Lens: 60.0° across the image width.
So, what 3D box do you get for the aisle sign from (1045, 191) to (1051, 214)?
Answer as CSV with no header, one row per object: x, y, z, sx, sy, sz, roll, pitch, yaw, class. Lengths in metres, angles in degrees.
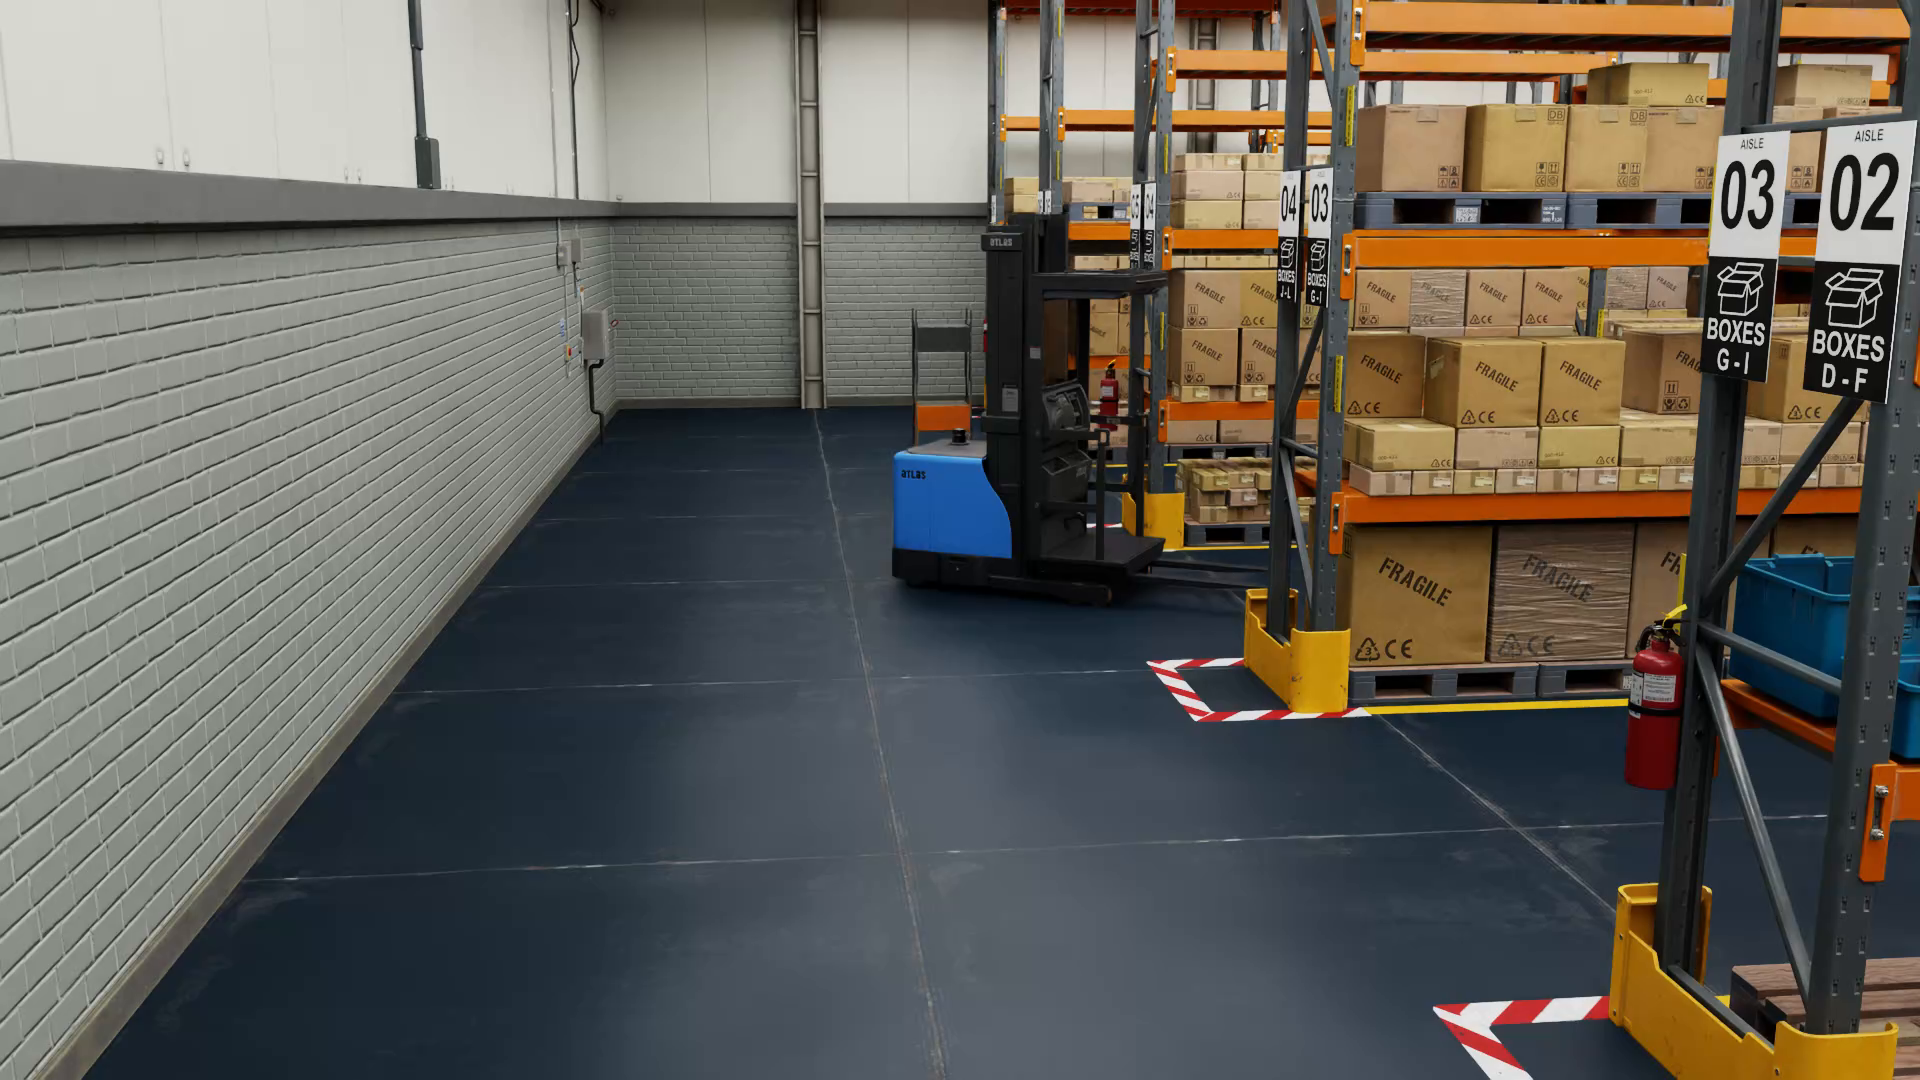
1.023,-3.666,19.381,0.004,0.787,0.394,-1,11,-6,aisle sign

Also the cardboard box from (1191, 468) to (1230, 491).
2.256,-0.545,15.006,0.250,0.149,0.380,-2,11,-9,cardboard box

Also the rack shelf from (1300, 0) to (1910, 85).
4.122,-2.983,9.997,4.000,0.370,1.077,-1,11,-6,rack shelf

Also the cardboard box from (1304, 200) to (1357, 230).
3.207,-2.882,14.746,0.500,0.250,0.500,-2,11,-8,cardboard box

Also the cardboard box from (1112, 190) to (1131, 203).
1.909,-4.102,19.865,0.250,0.149,0.380,-2,11,-10,cardboard box

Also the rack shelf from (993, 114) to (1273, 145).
2.512,-6.030,24.467,4.000,0.370,1.077,-1,11,-6,rack shelf

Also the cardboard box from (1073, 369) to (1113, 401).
1.996,-2.384,24.990,0.500,0.500,0.700,-1,11,-4,cardboard box

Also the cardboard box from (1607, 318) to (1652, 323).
6.320,-2.010,15.717,0.250,0.149,0.380,-2,11,-8,cardboard box

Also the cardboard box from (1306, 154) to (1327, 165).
3.064,-3.326,14.677,0.250,0.149,0.380,-1,11,-4,cardboard box

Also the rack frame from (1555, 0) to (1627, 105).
5.675,-4.527,14.950,0.127,3.000,1.000,-1,11,-6,rack frame

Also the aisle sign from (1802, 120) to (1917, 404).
2.629,-0.814,4.876,0.004,0.787,0.394,-1,11,-6,aisle sign

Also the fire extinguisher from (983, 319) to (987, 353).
0.427,-3.086,24.341,0.183,0.674,0.296,-1,11,-6,fire extinguisher

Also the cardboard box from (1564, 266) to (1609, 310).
7.527,-3.071,20.245,0.500,0.500,0.500,-1,11,-6,cardboard box

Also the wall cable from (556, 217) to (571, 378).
-4.540,-2.839,19.201,0.123,1.953,0.585,-1,11,-6,wall cable

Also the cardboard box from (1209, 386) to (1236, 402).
2.304,-1.334,14.911,0.250,0.149,0.380,-1,11,-4,cardboard box

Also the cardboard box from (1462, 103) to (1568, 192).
3.217,-2.333,9.956,0.500,0.500,0.700,-2,11,-8,cardboard box

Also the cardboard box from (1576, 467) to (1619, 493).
3.800,-0.395,10.134,0.250,0.149,0.380,-1,11,-7,cardboard box

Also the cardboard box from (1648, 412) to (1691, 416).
4.605,-0.722,10.762,0.500,0.250,0.500,-1,11,-5,cardboard box

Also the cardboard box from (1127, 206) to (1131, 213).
2.519,-4.938,24.434,0.500,0.250,0.500,-1,11,-7,cardboard box

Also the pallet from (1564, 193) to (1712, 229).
4.086,-2.019,10.196,1.213,0.211,1.003,-1,11,-6,pallet

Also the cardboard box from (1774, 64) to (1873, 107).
5.174,-2.756,10.164,0.500,0.250,0.500,-2,11,-10,cardboard box

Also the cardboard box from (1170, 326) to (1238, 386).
2.175,-1.651,14.844,0.500,0.500,0.500,-1,11,-3,cardboard box

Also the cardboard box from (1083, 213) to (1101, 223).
1.899,-4.715,24.331,0.250,0.149,0.380,-1,11,-6,cardboard box

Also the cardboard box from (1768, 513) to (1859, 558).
5.445,0.205,10.852,0.875,0.875,0.875,-1,11,-6,cardboard box

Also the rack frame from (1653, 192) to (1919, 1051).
2.668,0.403,5.424,0.127,3.000,1.000,-1,11,-6,rack frame

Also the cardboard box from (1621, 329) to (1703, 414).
4.599,-1.089,10.687,0.500,0.500,0.500,-2,11,-8,cardboard box

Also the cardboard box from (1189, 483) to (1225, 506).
2.247,-0.415,15.115,0.250,0.149,0.380,-1,11,-4,cardboard box

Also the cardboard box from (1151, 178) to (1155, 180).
3.016,-5.194,24.440,0.500,0.250,0.500,-1,11,-5,cardboard box

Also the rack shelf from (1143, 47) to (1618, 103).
3.687,-4.131,14.807,4.000,0.370,1.077,-1,11,-6,rack shelf

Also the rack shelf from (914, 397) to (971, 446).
-0.165,-1.013,15.033,0.480,0.518,0.431,-1,11,-6,rack shelf

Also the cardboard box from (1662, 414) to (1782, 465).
4.678,-0.621,10.251,0.500,0.250,0.500,-1,11,-5,cardboard box

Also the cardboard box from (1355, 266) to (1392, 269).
3.672,-2.278,15.437,0.500,0.500,0.500,-2,11,-8,cardboard box

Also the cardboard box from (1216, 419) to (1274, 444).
3.514,-1.468,20.496,0.875,0.438,0.875,-2,11,-8,cardboard box

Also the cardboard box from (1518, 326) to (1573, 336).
5.225,-1.714,15.163,0.500,0.500,0.500,-1,11,-6,cardboard box

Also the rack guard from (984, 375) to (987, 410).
0.599,-2.174,25.013,0.348,0.500,1.175,-1,11,-6,rack guard

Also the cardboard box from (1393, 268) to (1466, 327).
4.213,-2.188,14.979,0.500,0.500,0.500,-1,11,-5,cardboard box

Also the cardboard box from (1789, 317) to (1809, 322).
8.128,-2.047,15.908,0.250,0.149,0.380,-1,11,-3,cardboard box

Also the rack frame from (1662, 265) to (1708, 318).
9.017,-2.614,20.770,0.127,3.000,1.000,-1,11,-6,rack frame

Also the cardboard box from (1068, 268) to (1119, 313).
1.571,-2.942,19.589,0.500,0.500,0.500,-1,11,-7,cardboard box

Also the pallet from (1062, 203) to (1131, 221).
1.800,-3.893,19.730,1.213,0.211,1.003,-1,11,-6,pallet

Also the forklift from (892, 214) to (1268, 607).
1.016,-1.045,12.965,3.031,2.935,1.130,5,12,23,forklift

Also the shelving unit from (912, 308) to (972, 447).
-0.165,-1.027,15.030,0.503,2.100,0.431,-1,11,-6,shelving unit

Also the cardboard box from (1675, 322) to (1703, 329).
6.648,-1.890,15.108,0.250,0.149,0.380,-1,11,-6,cardboard box

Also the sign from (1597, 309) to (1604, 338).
5.741,-1.904,14.916,0.005,0.325,0.100,-1,11,-6,sign

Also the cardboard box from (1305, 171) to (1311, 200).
3.185,-3.122,14.673,0.500,0.250,0.500,-1,11,-5,cardboard box

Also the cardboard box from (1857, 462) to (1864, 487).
5.586,-0.432,10.324,0.250,0.149,0.380,-1,11,-5,cardboard box

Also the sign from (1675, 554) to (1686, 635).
2.593,0.218,5.943,0.005,0.325,0.100,-1,11,-6,sign

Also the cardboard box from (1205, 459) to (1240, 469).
2.453,-0.653,15.555,0.250,0.149,0.380,-1,11,-5,cardboard box

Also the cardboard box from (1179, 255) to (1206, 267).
2.738,-3.284,19.644,0.250,0.149,0.380,-1,11,-6,cardboard box

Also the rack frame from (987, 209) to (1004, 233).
0.524,-3.399,24.764,0.127,3.000,1.000,-1,11,-6,rack frame
